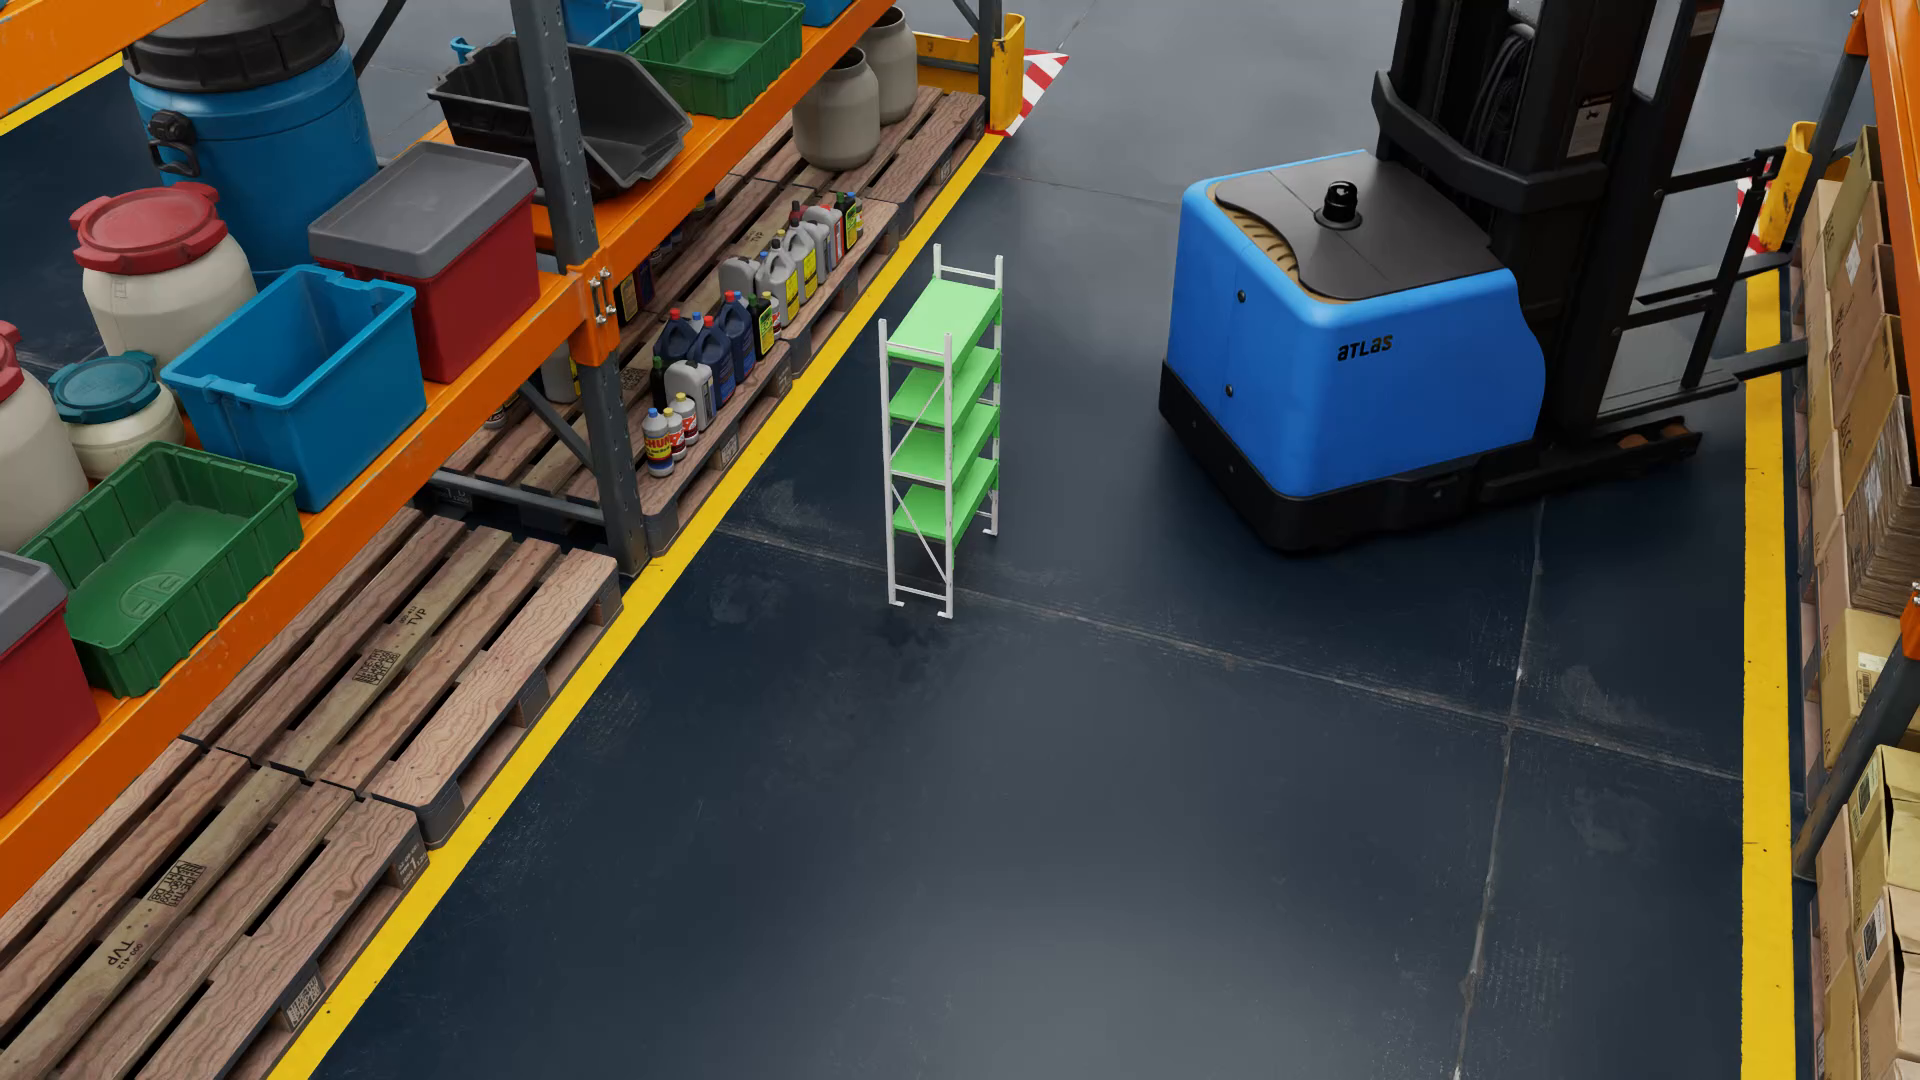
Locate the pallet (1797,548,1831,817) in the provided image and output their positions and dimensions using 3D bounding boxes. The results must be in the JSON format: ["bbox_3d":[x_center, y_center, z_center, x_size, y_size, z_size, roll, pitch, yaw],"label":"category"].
[{"bbox_3d":[3.326,0.544,5.449,1.003,0.211,1.213,13,42,15],"label":"pallet"}]

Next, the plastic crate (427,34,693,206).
[{"bbox_3d":[-1.340,-1.410,5.639,0.767,0.338,0.504,13,42,15],"label":"plastic crate"}]

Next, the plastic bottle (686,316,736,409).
[{"bbox_3d":[-0.972,-0.702,6.464,0.144,0.351,0.185,14,43,16],"label":"plastic bottle"}]

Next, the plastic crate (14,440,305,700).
[{"bbox_3d":[-1.969,0.063,4.028,0.450,0.188,0.662,13,42,15],"label":"plastic crate"}]

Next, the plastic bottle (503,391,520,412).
[{"bbox_3d":[-1.784,-0.643,6.447,0.061,0.283,0.133,15,43,17],"label":"plastic bottle"}]

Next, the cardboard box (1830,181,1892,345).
[{"bbox_3d":[3.662,-0.989,6.315,0.500,0.500,0.500,13,42,15],"label":"cardboard box"}]

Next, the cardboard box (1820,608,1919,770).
[{"bbox_3d":[2.968,0.514,5.131,0.500,0.250,0.500,13,42,15],"label":"cardboard box"}]

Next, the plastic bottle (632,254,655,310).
[{"bbox_3d":[-1.353,-1.122,7.008,0.061,0.283,0.133,13,42,15],"label":"plastic bottle"}]

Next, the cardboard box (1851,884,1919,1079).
[{"bbox_3d":[2.464,1.133,3.974,0.500,0.311,0.500,13,42,15],"label":"cardboard box"}]

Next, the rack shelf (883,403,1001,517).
[{"bbox_3d":[-0.057,-0.307,5.784,0.258,0.148,0.480,13,42,15],"label":"rack shelf"}]

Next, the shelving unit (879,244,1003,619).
[{"bbox_3d":[-0.057,-0.355,5.742,0.258,1.200,0.503,13,42,15],"label":"shelving unit"}]

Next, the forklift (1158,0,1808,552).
[{"bbox_3d":[2.378,-1.671,5.950,3.031,2.935,1.130,-14,42,-16],"label":"forklift"}]

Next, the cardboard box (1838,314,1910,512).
[{"bbox_3d":[3.318,-0.379,5.601,0.500,0.500,0.500,13,42,15],"label":"cardboard box"}]

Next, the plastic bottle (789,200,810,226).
[{"bbox_3d":[-0.699,-1.374,7.304,0.061,0.283,0.133,13,42,15],"label":"plastic bottle"}]

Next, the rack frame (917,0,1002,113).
[{"bbox_3d":[-0.270,-3.582,8.138,1.000,3.000,0.127,13,42,15],"label":"rack frame"}]

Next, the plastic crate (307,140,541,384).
[{"bbox_3d":[-1.516,-0.804,4.831,0.402,0.464,0.583,13,42,15],"label":"plastic crate"}]

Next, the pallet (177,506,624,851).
[{"bbox_3d":[-1.870,0.406,5.612,1.003,0.211,1.213,13,42,15],"label":"pallet"}]

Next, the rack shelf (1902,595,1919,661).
[{"bbox_3d":[2.331,1.453,2.790,1.077,0.370,4.000,13,42,15],"label":"rack shelf"}]

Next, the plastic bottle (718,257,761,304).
[{"bbox_3d":[-0.910,-1.066,6.948,0.152,0.276,0.135,13,42,15],"label":"plastic bottle"}]

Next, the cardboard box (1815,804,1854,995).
[{"bbox_3d":[2.644,1.037,4.519,0.500,0.250,0.500,12,42,14],"label":"cardboard box"}]

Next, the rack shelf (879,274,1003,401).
[{"bbox_3d":[-0.057,-0.672,5.472,0.258,0.148,0.480,13,42,15],"label":"rack shelf"}]

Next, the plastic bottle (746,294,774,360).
[{"bbox_3d":[-0.812,-0.883,6.728,0.061,0.283,0.133,15,43,17],"label":"plastic bottle"}]

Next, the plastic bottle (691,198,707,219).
[{"bbox_3d":[-1.219,-1.585,7.614,0.097,0.201,0.097,0,40,0],"label":"plastic bottle"}]

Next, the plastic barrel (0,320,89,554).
[{"bbox_3d":[-2.422,-0.212,4.082,0.433,0.535,0.433,0,40,0],"label":"plastic barrel"}]

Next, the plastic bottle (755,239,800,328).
[{"bbox_3d":[-0.762,-1.077,6.903,0.144,0.351,0.185,13,42,15],"label":"plastic bottle"}]

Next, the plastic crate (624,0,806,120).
[{"bbox_3d":[-0.909,-1.827,6.244,0.450,0.188,0.662,13,42,15],"label":"plastic crate"}]

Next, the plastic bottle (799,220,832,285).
[{"bbox_3d":[-0.646,-1.264,7.180,0.152,0.276,0.135,12,42,14],"label":"plastic bottle"}]

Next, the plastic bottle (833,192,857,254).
[{"bbox_3d":[-0.509,-1.423,7.361,0.061,0.283,0.133,14,43,16],"label":"plastic bottle"}]

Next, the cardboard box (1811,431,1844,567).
[{"bbox_3d":[3.306,-0.097,5.847,0.500,0.250,0.500,13,42,15],"label":"cardboard box"}]

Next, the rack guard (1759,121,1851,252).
[{"bbox_3d":[4.391,-1.544,7.675,1.175,0.500,0.348,13,42,15],"label":"rack guard"}]

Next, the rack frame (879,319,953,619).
[{"bbox_3d":[-0.140,-0.207,5.568,0.240,1.200,0.015,13,42,15],"label":"rack frame"}]

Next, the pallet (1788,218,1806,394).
[{"bbox_3d":[4.161,-0.944,7.194,1.003,0.211,1.213,13,42,15],"label":"pallet"}]

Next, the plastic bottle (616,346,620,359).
[{"bbox_3d":[-1.476,-0.830,6.671,0.152,0.276,0.135,13,42,15],"label":"plastic bottle"}]

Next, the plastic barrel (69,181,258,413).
[{"bbox_3d":[-2.172,-0.659,4.607,0.433,0.535,0.433,0,40,0],"label":"plastic barrel"}]

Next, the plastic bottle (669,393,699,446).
[{"bbox_3d":[-1.048,-0.466,6.303,0.097,0.201,0.097,0,40,0],"label":"plastic bottle"}]

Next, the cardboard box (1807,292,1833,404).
[{"bbox_3d":[3.652,-0.706,6.561,0.500,0.250,0.500,13,42,15],"label":"cardboard box"}]

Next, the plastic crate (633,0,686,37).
[{"bbox_3d":[-1.321,-2.089,6.590,0.530,0.136,0.437,13,42,15],"label":"plastic crate"}]

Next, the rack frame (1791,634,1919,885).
[{"bbox_3d":[3.015,-0.041,3.987,1.000,3.000,0.127,13,42,15],"label":"rack frame"}]

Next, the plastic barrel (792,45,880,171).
[{"bbox_3d":[-0.595,-2.071,7.960,0.421,0.512,0.421,0,40,0],"label":"plastic barrel"}]

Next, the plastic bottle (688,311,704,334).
[{"bbox_3d":[-1.036,-0.787,6.625,0.097,0.271,0.097,0,40,0],"label":"plastic bottle"}]

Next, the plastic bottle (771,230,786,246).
[{"bbox_3d":[-0.770,-1.252,7.223,0.097,0.201,0.097,0,40,0],"label":"plastic bottle"}]

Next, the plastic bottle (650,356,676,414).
[{"bbox_3d":[-1.133,-0.600,6.396,0.061,0.283,0.133,13,42,15],"label":"plastic bottle"}]

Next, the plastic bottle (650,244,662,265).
[{"bbox_3d":[-1.369,-1.318,7.301,0.097,0.201,0.097,0,40,0],"label":"plastic bottle"}]

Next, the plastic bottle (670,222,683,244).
[{"bbox_3d":[-1.301,-1.466,7.420,0.097,0.271,0.097,0,40,0],"label":"plastic bottle"}]

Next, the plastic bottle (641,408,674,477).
[{"bbox_3d":[-1.117,-0.369,6.134,0.097,0.271,0.097,0,40,0],"label":"plastic bottle"}]

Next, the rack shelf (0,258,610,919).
[{"bbox_3d":[-2.322,0.351,4.082,1.077,0.370,4.000,13,42,15],"label":"rack shelf"}]

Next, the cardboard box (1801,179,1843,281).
[{"bbox_3d":[3.991,-1.316,7.277,0.500,0.250,0.500,13,42,15],"label":"cardboard box"}]

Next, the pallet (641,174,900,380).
[{"bbox_3d":[-0.954,-1.229,7.527,1.003,0.211,1.213,13,42,15],"label":"pallet"}]
